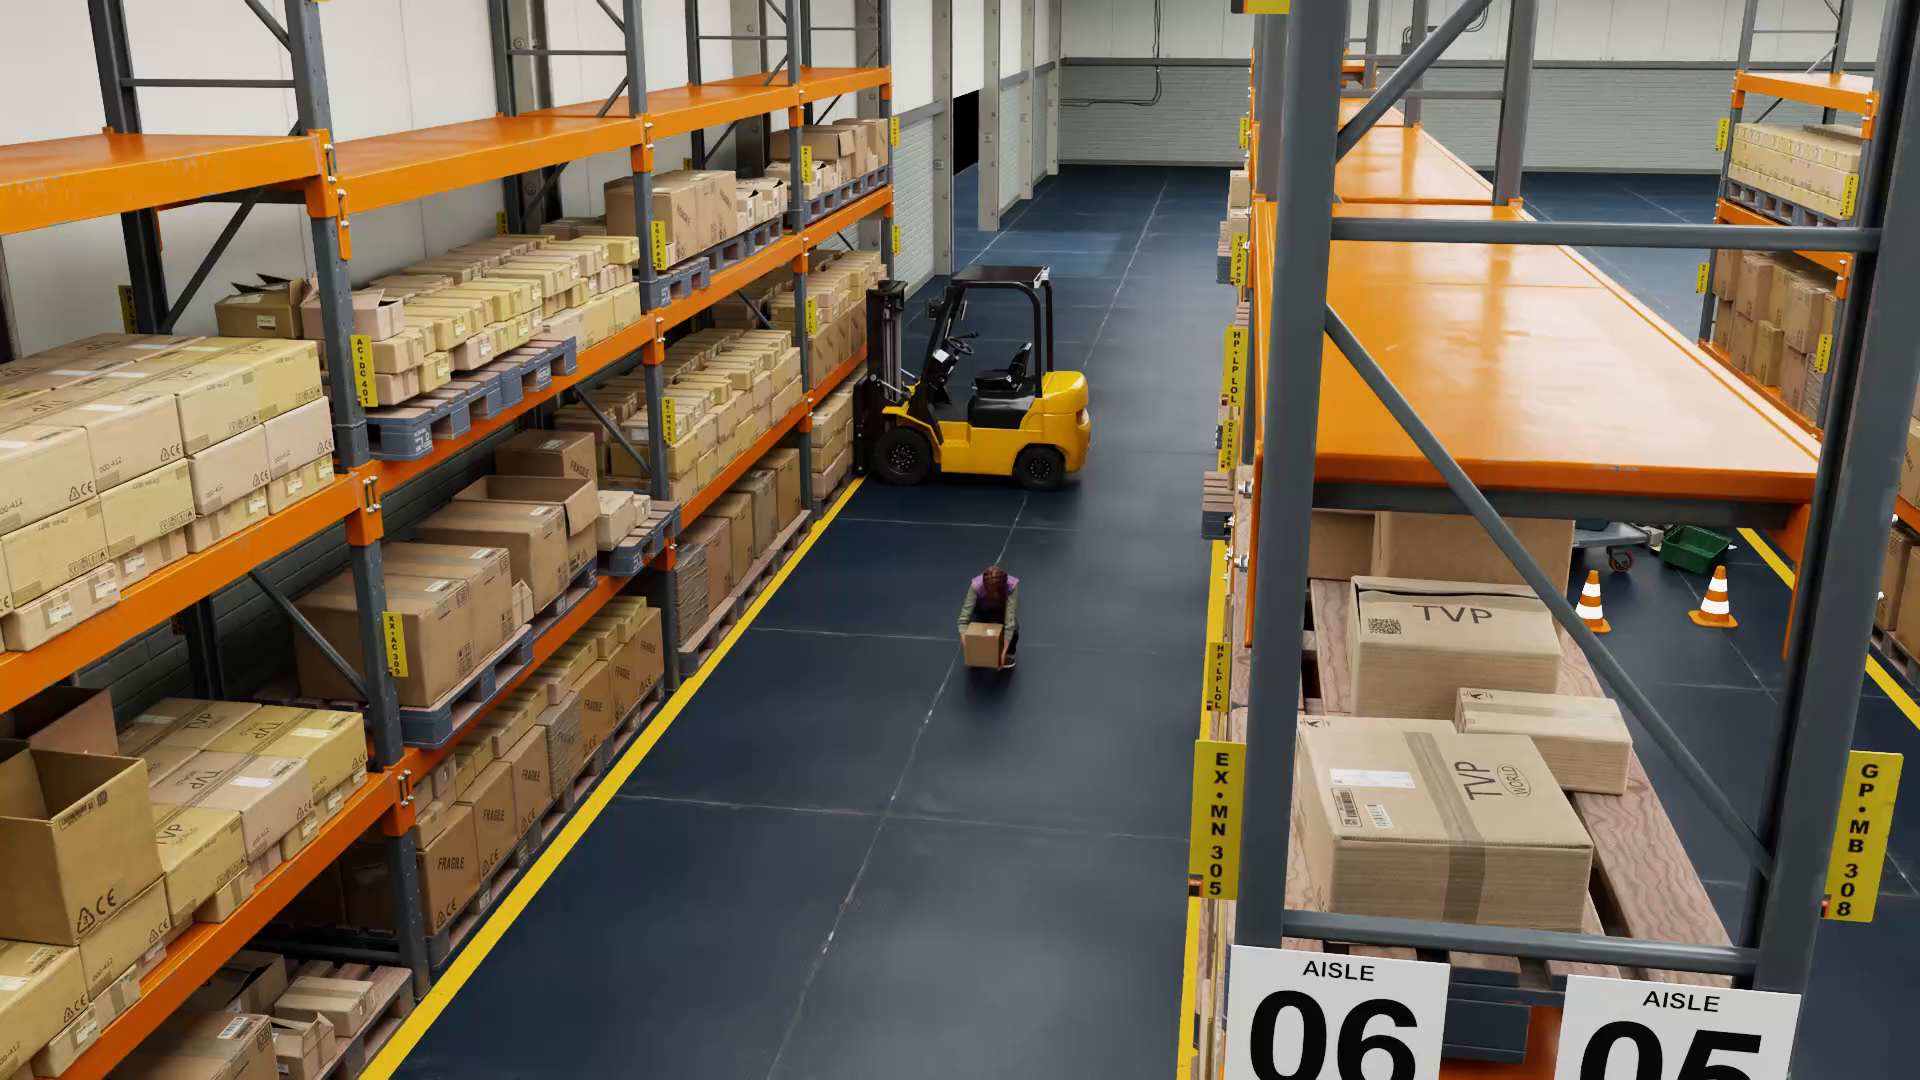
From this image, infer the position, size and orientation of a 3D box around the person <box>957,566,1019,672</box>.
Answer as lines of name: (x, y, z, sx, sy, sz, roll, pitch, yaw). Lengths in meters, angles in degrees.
person: (0.233, 0.566, 12.511, 0.453, 0.880, 0.808, 3, 18, 9)
